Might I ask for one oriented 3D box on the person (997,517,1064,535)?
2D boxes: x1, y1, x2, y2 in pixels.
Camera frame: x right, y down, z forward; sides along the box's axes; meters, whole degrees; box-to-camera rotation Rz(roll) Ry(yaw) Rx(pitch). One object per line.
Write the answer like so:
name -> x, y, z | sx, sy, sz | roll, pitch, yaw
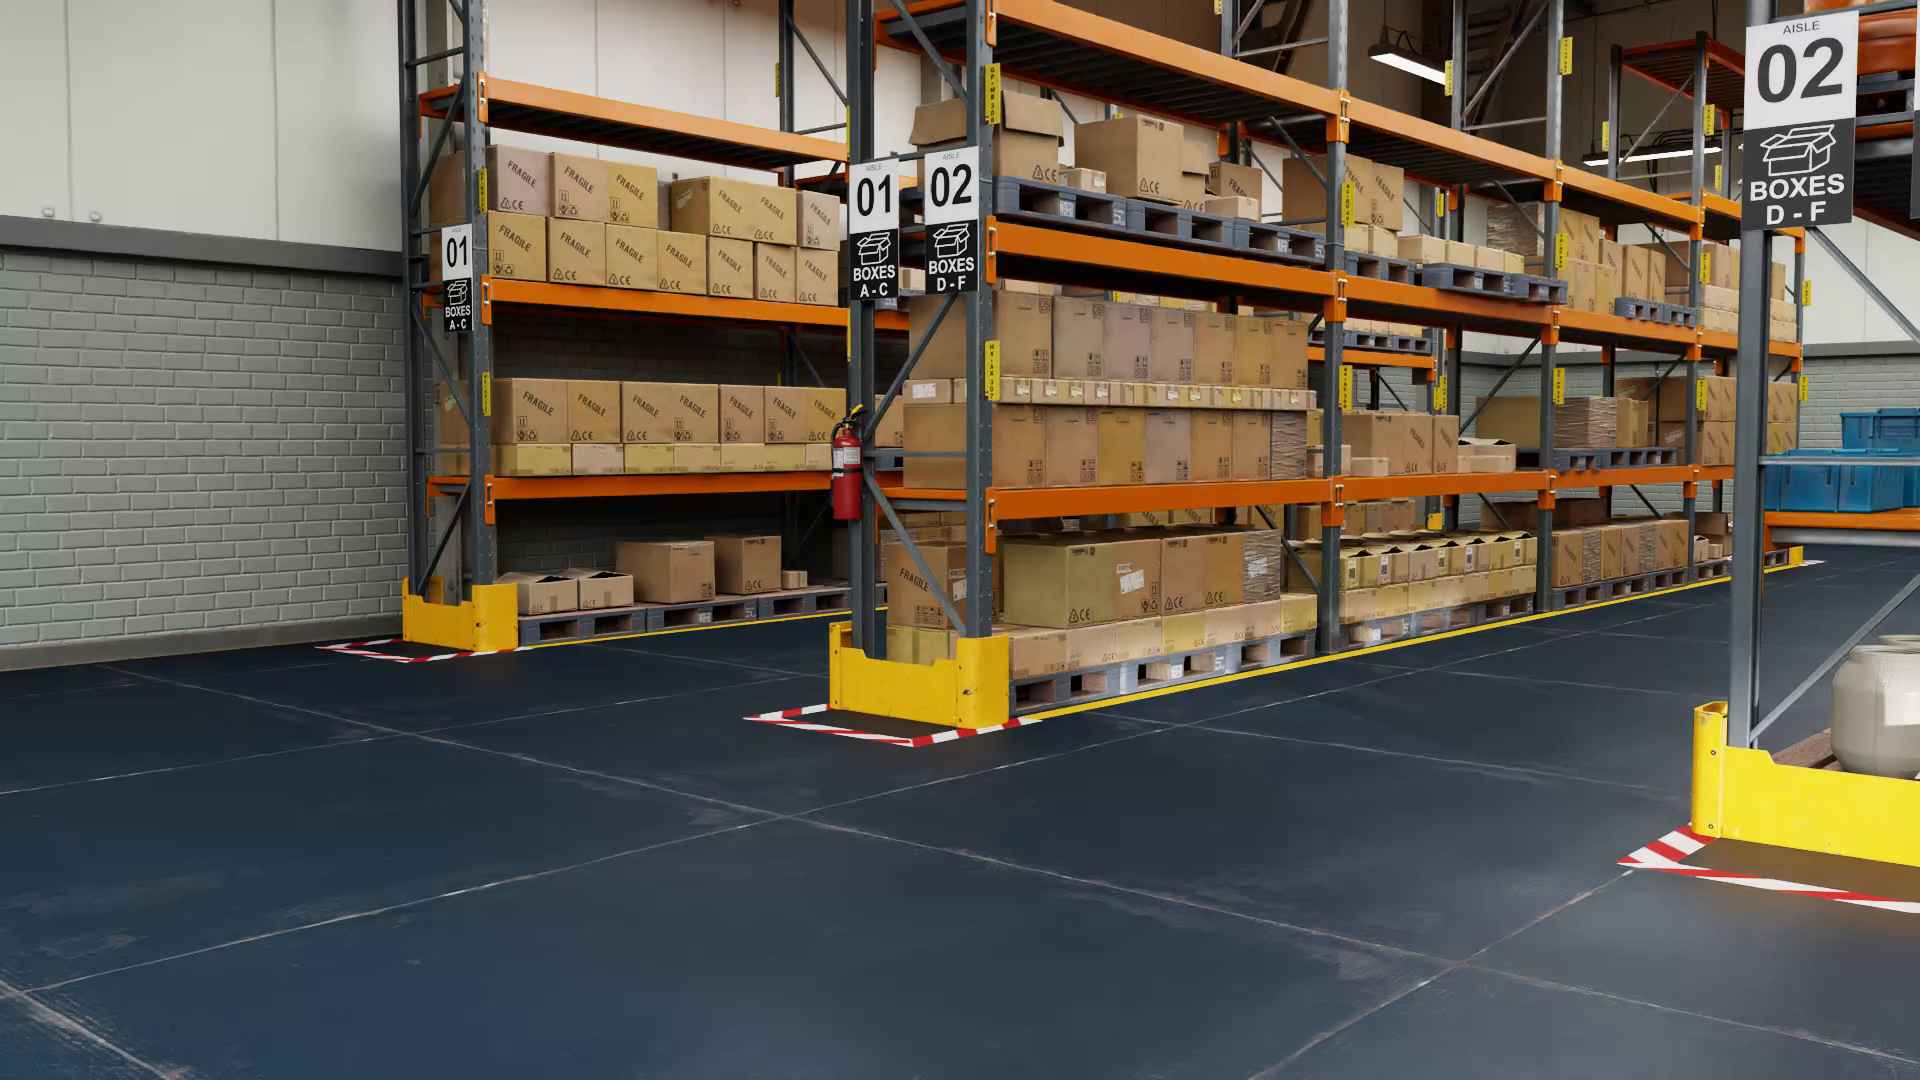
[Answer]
person -> 0.542, -0.070, 12.863 | 0.641, 1.773, 0.428 | 3, 5, 41
